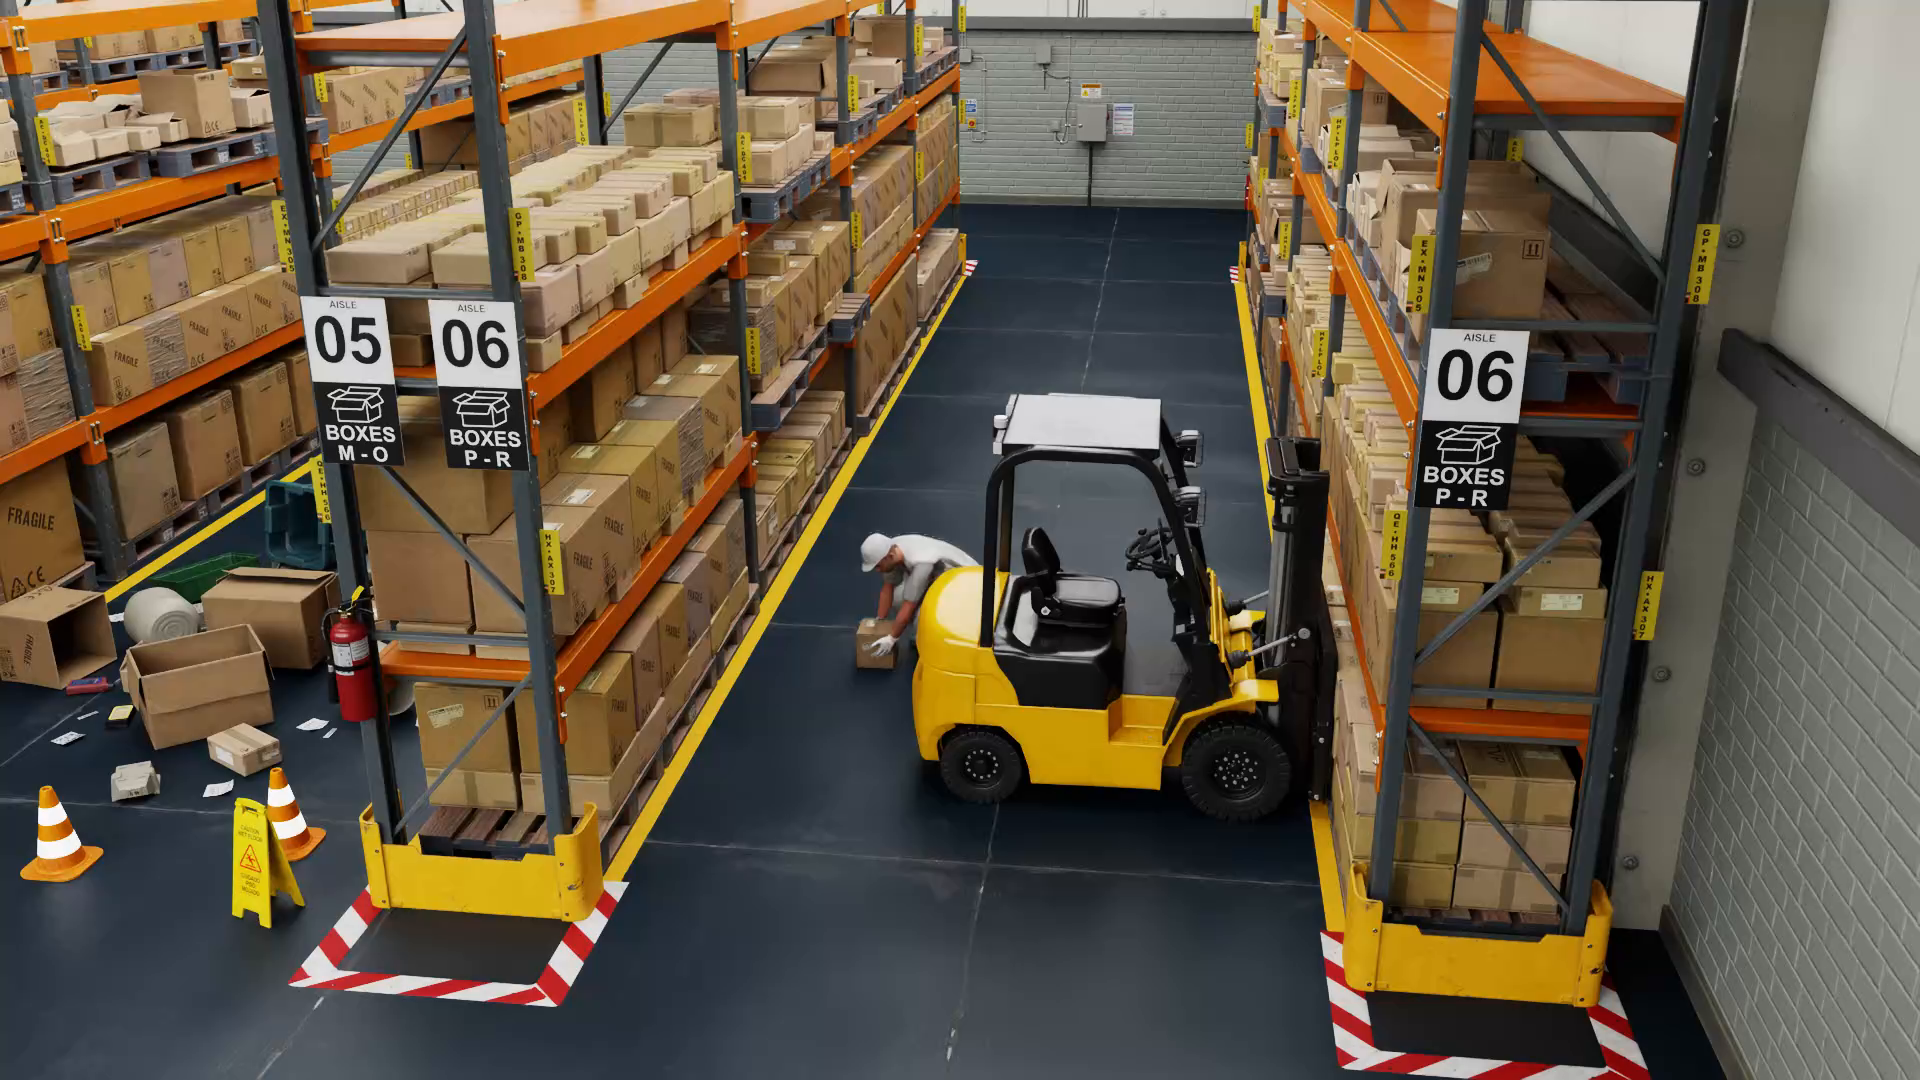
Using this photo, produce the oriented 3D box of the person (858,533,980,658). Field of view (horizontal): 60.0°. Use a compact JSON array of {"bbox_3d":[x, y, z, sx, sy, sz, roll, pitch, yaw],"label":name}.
[{"bbox_3d":[-0.257,0.350,11.307,0.881,0.956,0.571,-8,23,-21],"label":"person"}]
